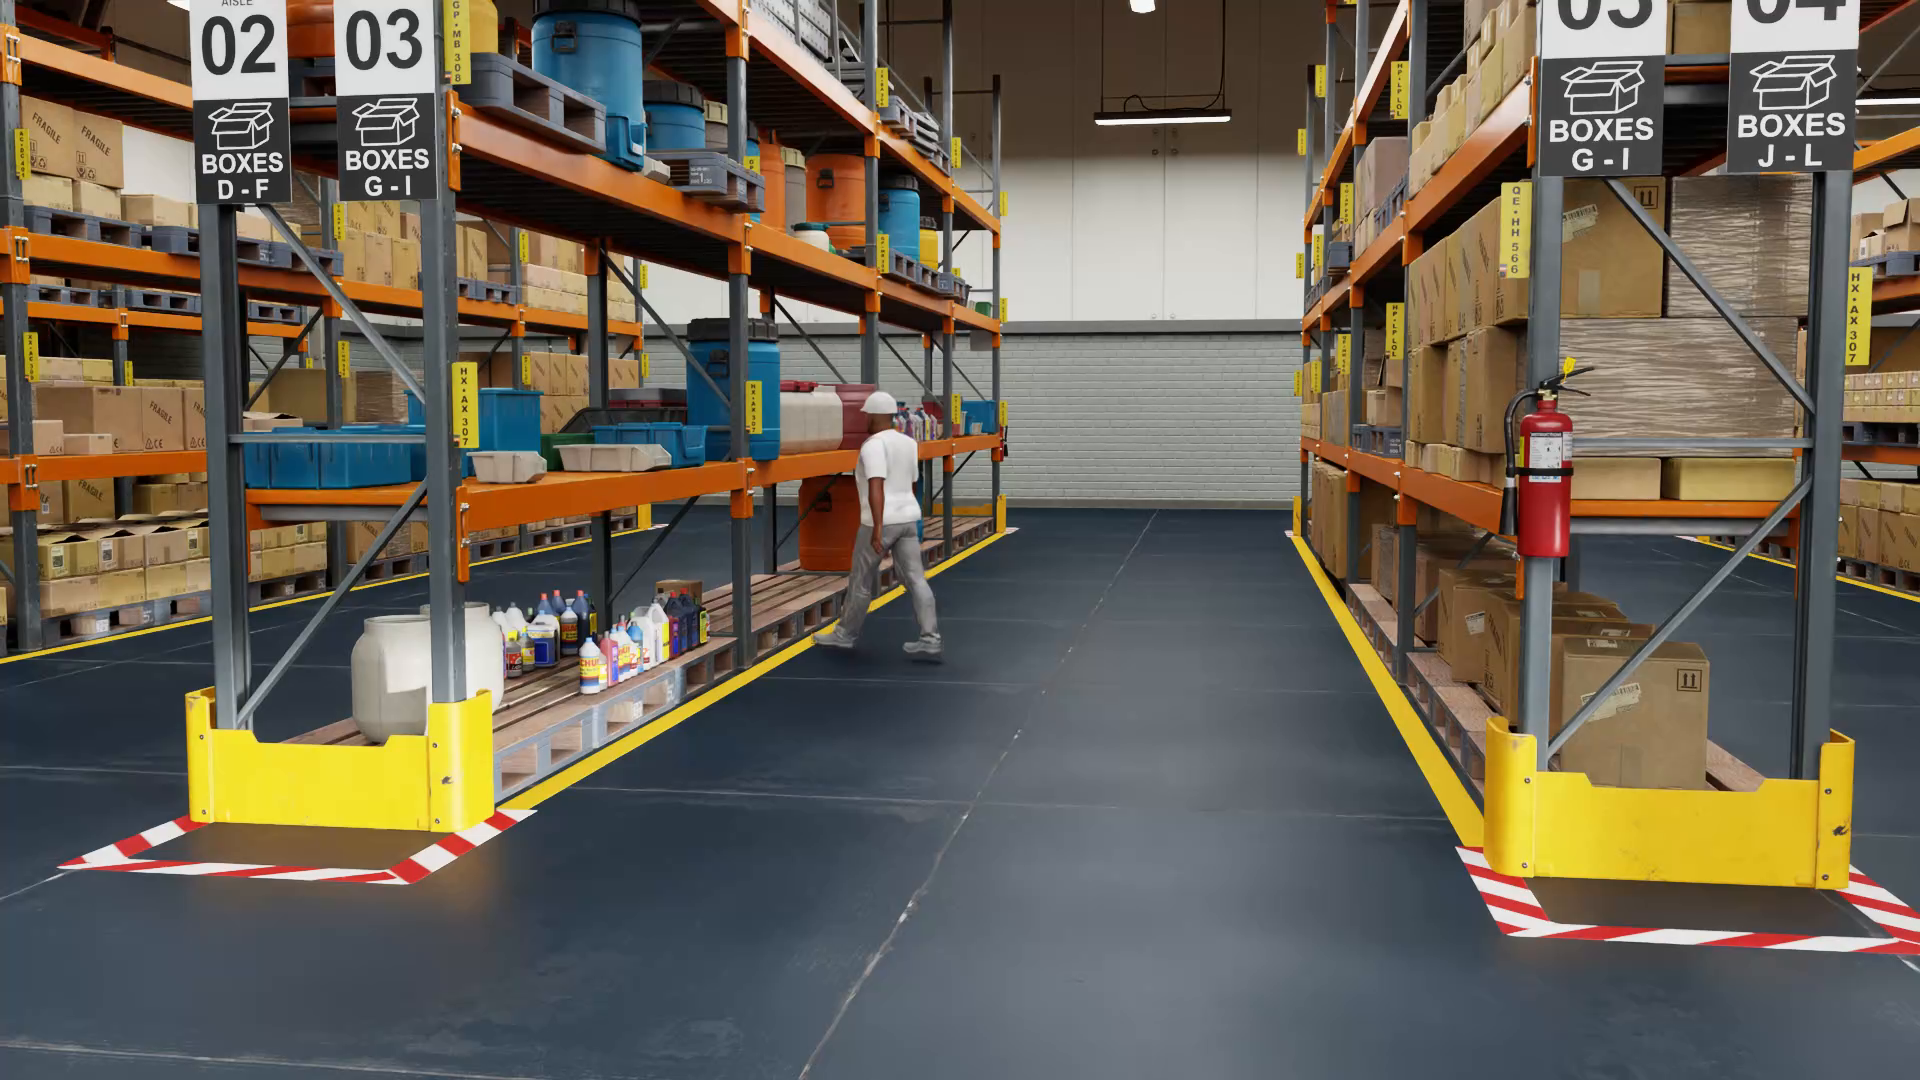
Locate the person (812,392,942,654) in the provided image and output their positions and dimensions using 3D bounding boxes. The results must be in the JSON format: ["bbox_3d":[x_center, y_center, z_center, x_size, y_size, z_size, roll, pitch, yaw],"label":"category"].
[{"bbox_3d":[-0.508,-0.120,10.961,1.002,1.702,0.601,4,6,42],"label":"person"}]
